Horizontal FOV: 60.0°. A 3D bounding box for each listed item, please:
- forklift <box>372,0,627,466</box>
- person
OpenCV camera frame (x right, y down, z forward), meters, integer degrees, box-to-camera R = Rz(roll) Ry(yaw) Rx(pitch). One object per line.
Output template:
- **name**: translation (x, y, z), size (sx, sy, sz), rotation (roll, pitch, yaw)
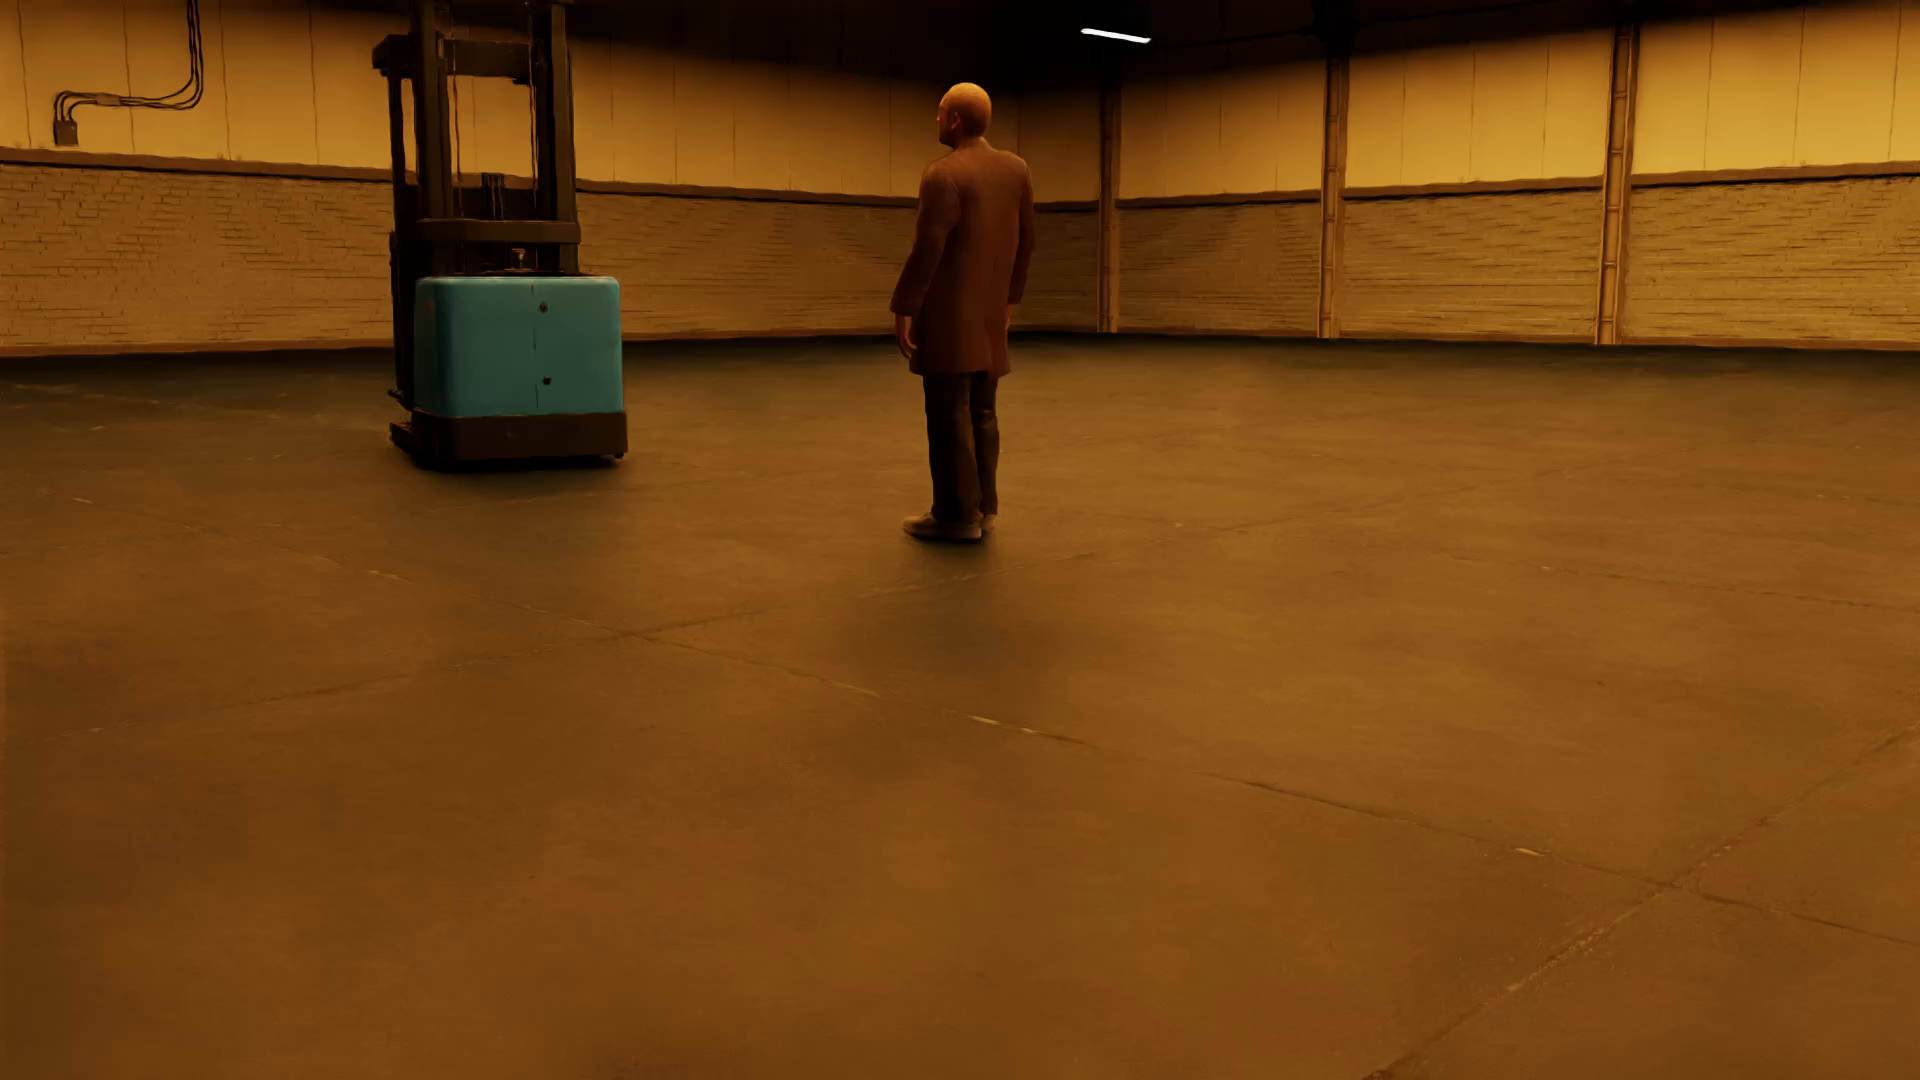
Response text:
- **forklift**: translation (-3.021, -2.045, 10.456), size (1.130, 2.935, 3.031), rotation (-4, 10, -26)
- **person**: translation (-0.063, -0.896, 6.650), size (0.580, 1.776, 0.694), rotation (8, 12, 43)
